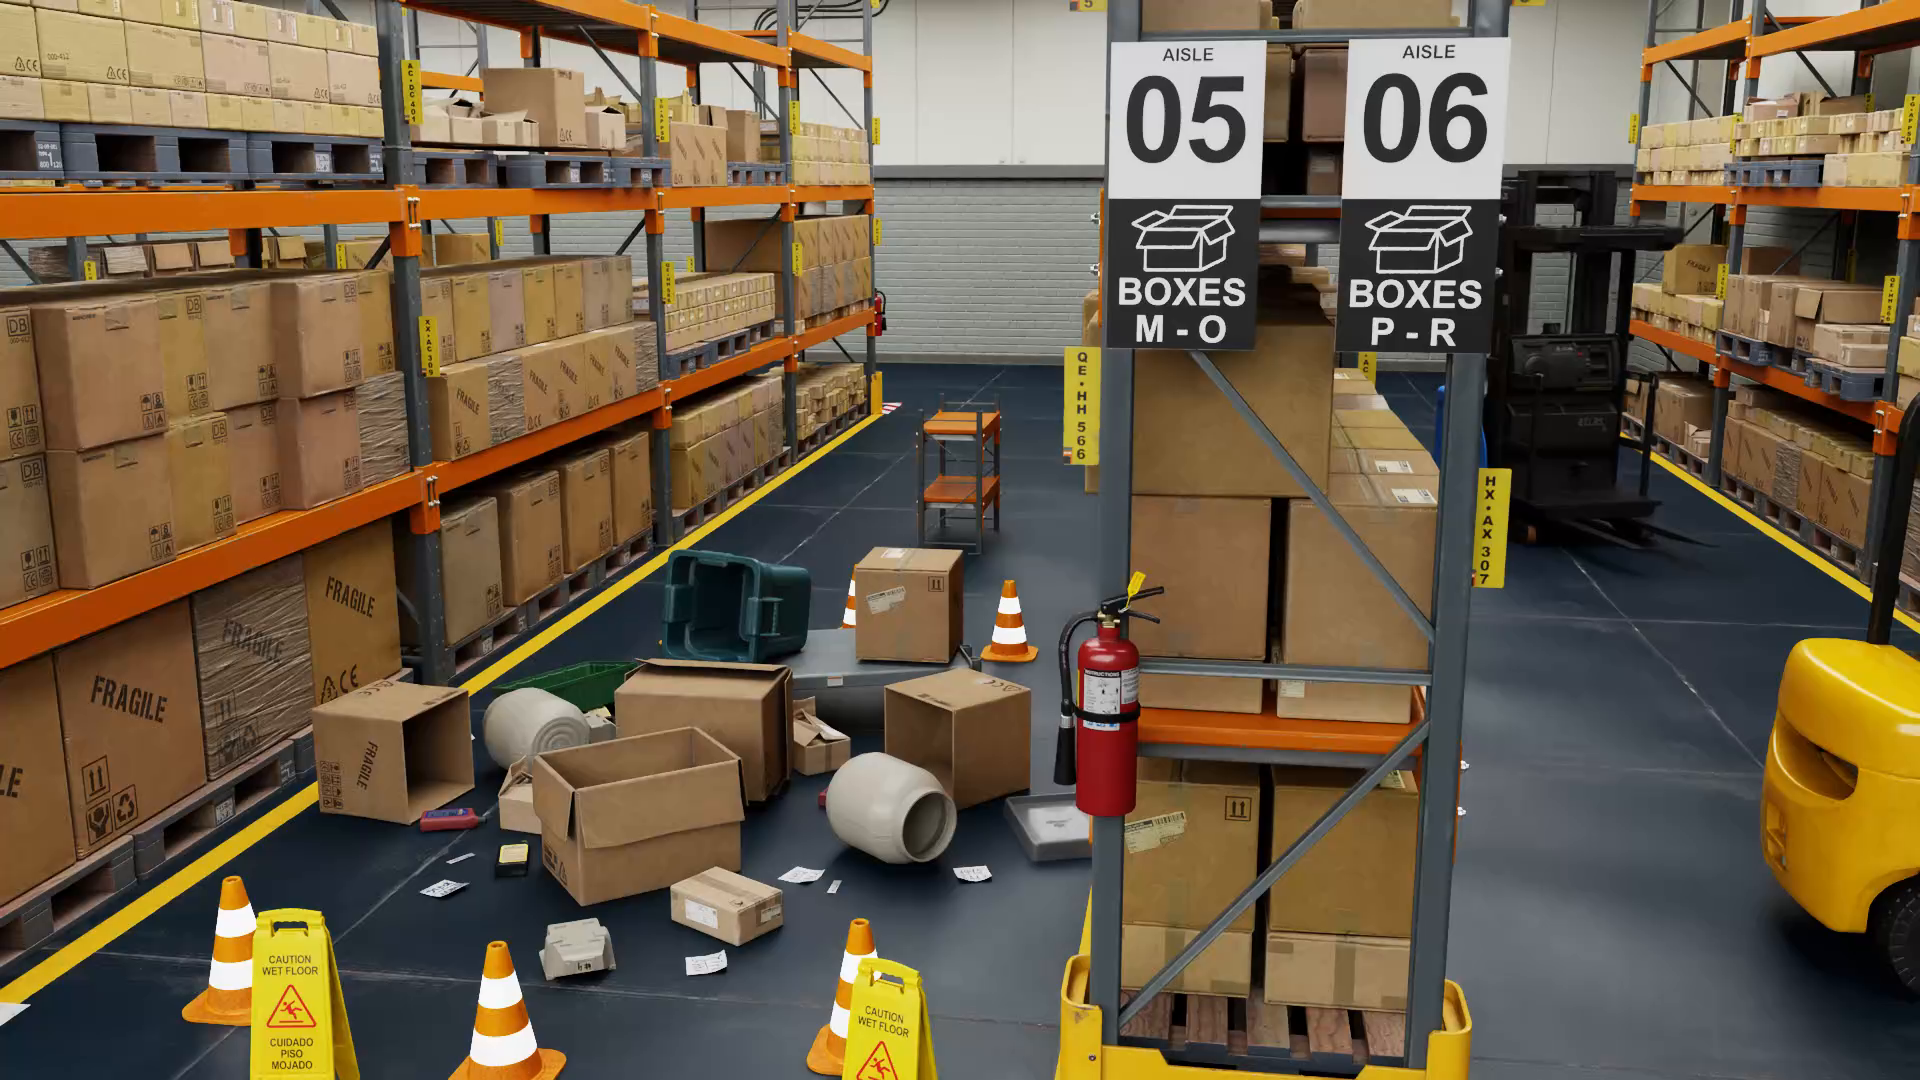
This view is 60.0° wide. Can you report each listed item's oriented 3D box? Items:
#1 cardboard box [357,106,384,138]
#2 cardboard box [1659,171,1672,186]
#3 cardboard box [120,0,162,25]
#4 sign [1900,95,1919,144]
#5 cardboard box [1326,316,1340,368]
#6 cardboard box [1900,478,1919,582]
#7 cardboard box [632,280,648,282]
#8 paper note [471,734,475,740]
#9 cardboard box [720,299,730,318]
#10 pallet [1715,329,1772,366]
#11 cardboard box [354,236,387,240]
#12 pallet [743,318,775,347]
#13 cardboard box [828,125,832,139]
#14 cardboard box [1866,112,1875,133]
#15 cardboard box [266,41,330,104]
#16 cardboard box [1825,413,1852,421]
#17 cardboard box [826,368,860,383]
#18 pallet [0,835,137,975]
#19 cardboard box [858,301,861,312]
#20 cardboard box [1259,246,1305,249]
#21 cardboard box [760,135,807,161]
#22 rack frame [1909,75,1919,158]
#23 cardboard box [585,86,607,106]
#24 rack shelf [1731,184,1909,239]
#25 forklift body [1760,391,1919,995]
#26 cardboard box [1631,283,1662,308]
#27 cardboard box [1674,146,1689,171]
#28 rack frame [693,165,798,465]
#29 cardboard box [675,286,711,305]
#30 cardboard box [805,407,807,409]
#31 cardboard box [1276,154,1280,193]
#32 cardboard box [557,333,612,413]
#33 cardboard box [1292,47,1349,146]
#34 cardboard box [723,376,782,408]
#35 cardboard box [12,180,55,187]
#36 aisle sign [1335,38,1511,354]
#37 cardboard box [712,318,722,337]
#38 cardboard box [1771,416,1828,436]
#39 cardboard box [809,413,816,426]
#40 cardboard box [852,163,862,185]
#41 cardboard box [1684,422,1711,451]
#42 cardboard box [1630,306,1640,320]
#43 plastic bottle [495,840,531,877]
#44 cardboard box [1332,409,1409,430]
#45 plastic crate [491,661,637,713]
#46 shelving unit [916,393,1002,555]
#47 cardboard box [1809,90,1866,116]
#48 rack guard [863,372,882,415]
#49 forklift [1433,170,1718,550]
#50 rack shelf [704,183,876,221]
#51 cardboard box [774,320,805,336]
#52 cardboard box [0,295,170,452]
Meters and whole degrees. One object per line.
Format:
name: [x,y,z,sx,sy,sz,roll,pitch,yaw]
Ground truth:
cardboard box: [-3.150,-2.109,8.403,0.380,0.149,0.250,2,12,8]
cardboard box: [7.725,-3.870,17.805,0.380,0.149,0.250,2,12,8]
cardboard box: [-3.423,-2.130,6.605,0.380,0.149,0.250,2,12,9]
sign: [6.482,-2.868,11.335,0.100,0.325,0.005,2,12,9]
cardboard box: [1.853,-0.946,8.825,0.500,0.500,0.500,2,12,10]
cardboard box: [6.908,-0.046,11.227,0.875,0.625,0.625,2,12,10]
cardboard box: [-2.892,-2.300,15.234,0.380,0.149,0.250,2,12,11]
paper note: [-2.618,1.023,8.675,0.147,0.020,0.142,-7,14,-30]
cardboard box: [-2.287,-2.077,14.904,0.380,0.149,0.250,2,12,11]
pallet: [7.402,-1.707,14.750,1.003,0.211,1.213,2,12,9]
cardboard box: [-6.941,-3.413,20.080,0.500,0.500,0.500,2,12,7]
pallet: [-2.441,-2.015,16.179,1.003,0.211,1.213,2,12,9]
cardboard box: [-1.618,-4.475,18.242,0.380,0.149,0.250,2,12,7]
cardboard box: [6.995,-3.106,12.367,0.380,0.149,0.250,2,12,8]
cardboard box: [-3.310,-2.174,7.759,0.500,0.250,0.500,2,12,8]
cardboard box: [7.784,-1.018,14.495,0.380,0.149,0.250,1,12,6]
cardboard box: [-1.405,-1.971,19.879,0.380,0.149,0.250,2,12,7]
pallet: [-3.979,1.429,6.362,1.003,0.211,1.213,2,12,9]
cardboard box: [-1.410,-2.845,20.173,0.380,0.149,0.250,2,12,9]
cardboard box: [2.672,-2.239,14.153,0.500,0.500,0.500,2,12,10]
cardboard box: [-1.868,-3.993,16.951,0.500,0.250,0.500,2,12,11]
rack frame: [7.017,-4.064,10.990,1.000,3.000,0.127,2,12,9]
cardboard box: [-2.989,-3.413,13.034,0.396,0.266,0.258,2,12,9]
rack shelf: [7.325,-2.662,13.314,1.077,0.370,4.000,2,12,9]
forklift body: [4.276,0.495,6.090,2.313,2.155,1.214,2,12,9]
cardboard box: [7.912,-2.783,18.936,0.500,0.250,0.500,2,12,9]
cardboard box: [7.704,-3.930,17.141,0.500,0.250,0.500,2,12,8]
rack frame: [-2.179,-2.263,16.875,1.000,3.000,0.127,2,12,9]
cardboard box: [-2.370,-2.112,14.362,0.380,0.149,0.250,2,12,11]
cardboard box: [-1.855,-1.393,17.900,0.380,0.149,0.250,2,12,8]
cardboard box: [1.454,-1.461,6.631,0.380,0.149,0.250,2,12,10]
cardboard box: [-2.753,-1.169,11.561,0.500,0.500,0.500,2,12,8]
cardboard box: [1.223,-1.260,4.751,0.500,0.250,0.500,2,12,8]
cardboard box: [-2.044,-1.450,16.258,0.500,0.250,0.500,2,12,7]
cardboard box: [-7.511,-2.898,13.058,0.500,0.250,0.500,2,12,9]
aisle sign: [1.179,-0.874,4.257,0.394,0.787,0.004,2,12,9]
cardboard box: [-2.324,-1.876,14.676,0.380,0.149,0.250,2,12,9]
cardboard box: [7.216,-0.976,14.299,0.380,0.149,0.250,2,12,9]
cardboard box: [-1.788,-1.304,18.192,0.380,0.149,0.250,2,12,7]
cardboard box: [-1.444,-4.279,19.465,0.500,0.250,0.500,2,12,9]
cardboard box: [7.483,-1.032,16.657,0.396,0.266,0.258,2,12,11]
cardboard box: [7.926,-2.614,19.100,0.380,0.149,0.250,2,12,8]
plastic bottle: [-1.903,1.350,7.085,0.133,0.061,0.283,-2,12,-11]
cardboard box: [1.453,-0.230,6.497,0.500,0.500,0.500,2,12,7]
plastic crate: [-2.142,0.827,9.073,0.450,0.188,0.662,-3,8,40]
shelving unit: [0.001,-0.551,13.381,0.538,1.125,1.048,2,12,9]
cardboard box: [7.645,-3.787,14.500,0.396,0.266,0.258,2,12,9]
rack guard: [-1.576,-1.858,20.929,1.175,0.500,0.348,2,12,9]
forklift: [4.987,-1.474,13.378,1.130,2.935,3.031,-2,12,-10]
rack shelf: [-1.872,-3.794,18.567,1.077,0.370,4.000,2,12,9]
cardboard box: [-1.812,-2.189,17.126,0.380,0.149,0.250,2,12,11]
cardboard box: [-3.716,-0.672,6.572,0.875,0.550,0.550,2,12,9]
